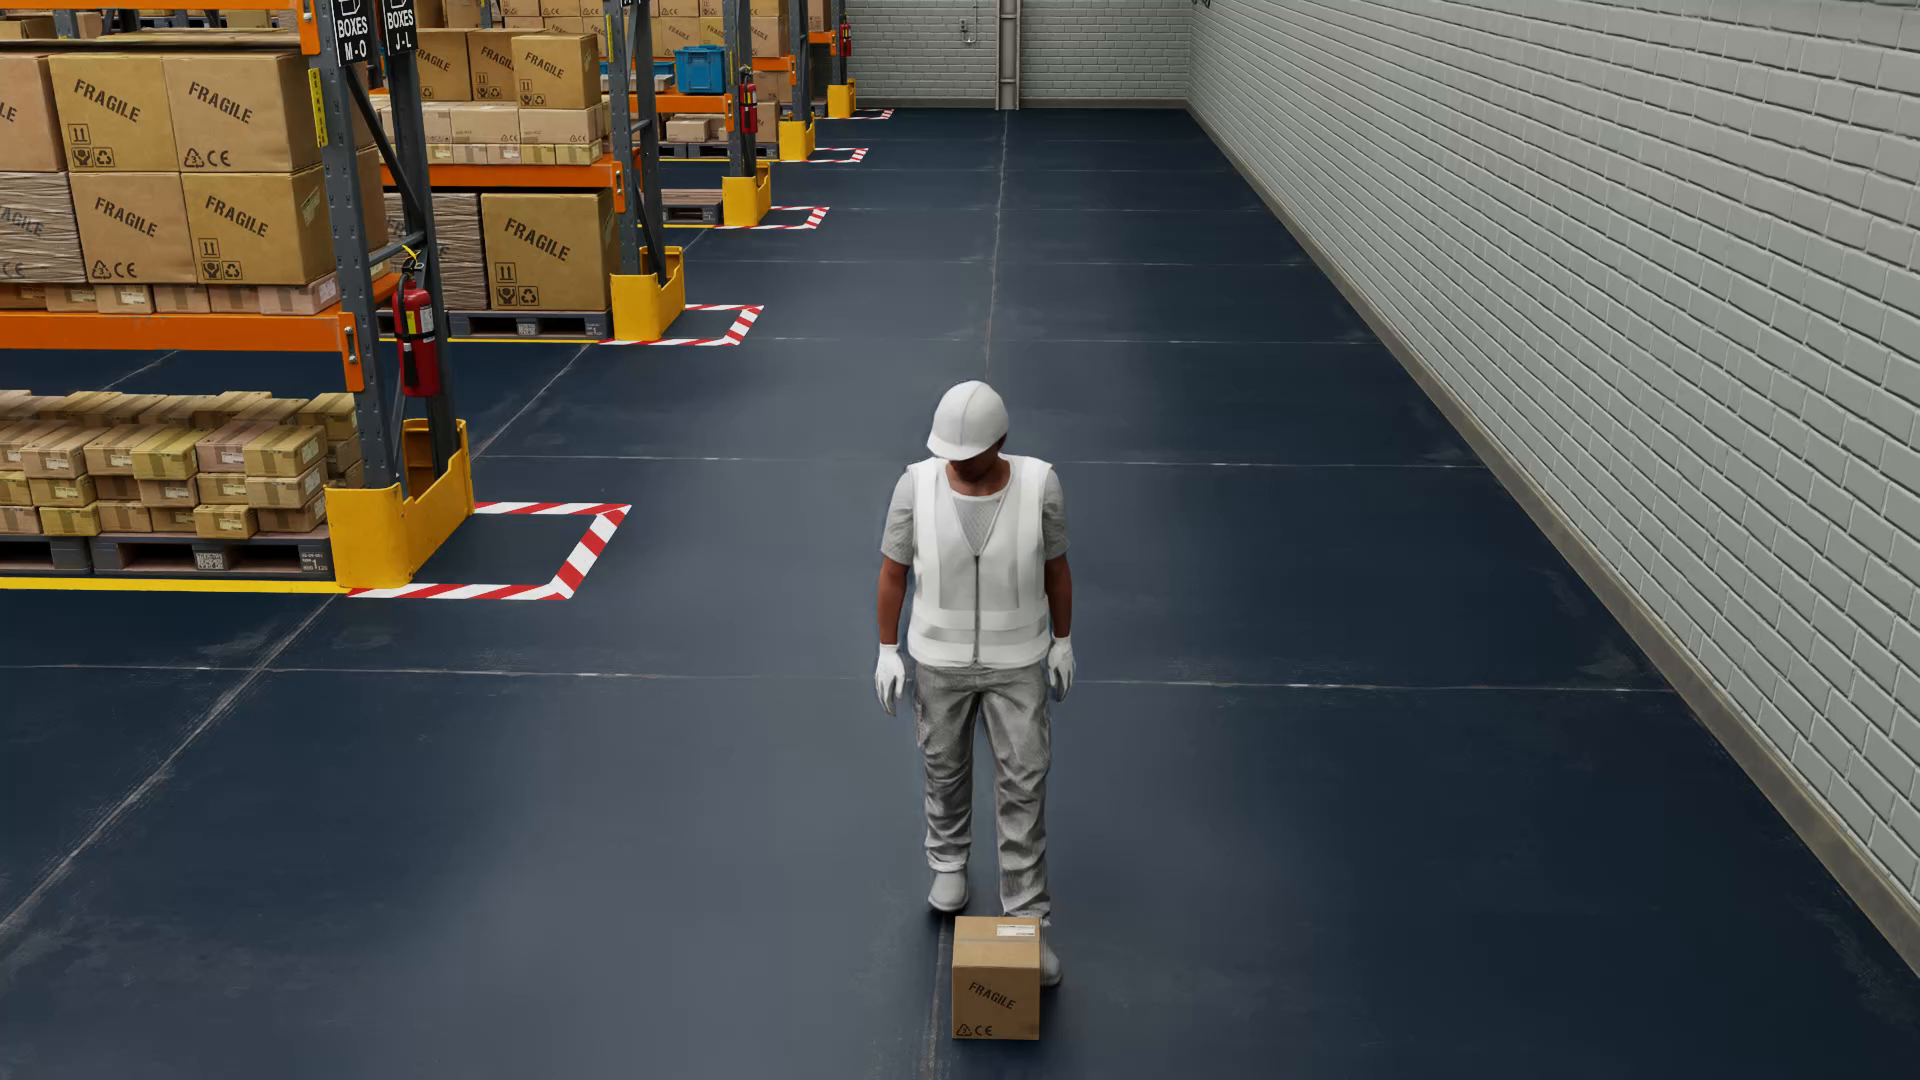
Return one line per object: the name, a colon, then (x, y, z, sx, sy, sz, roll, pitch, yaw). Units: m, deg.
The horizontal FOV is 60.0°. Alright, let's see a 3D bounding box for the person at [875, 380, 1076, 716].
person: (0.048, 0.029, 4.923, 0.615, 1.054, 0.362, 1, 21, 2)
